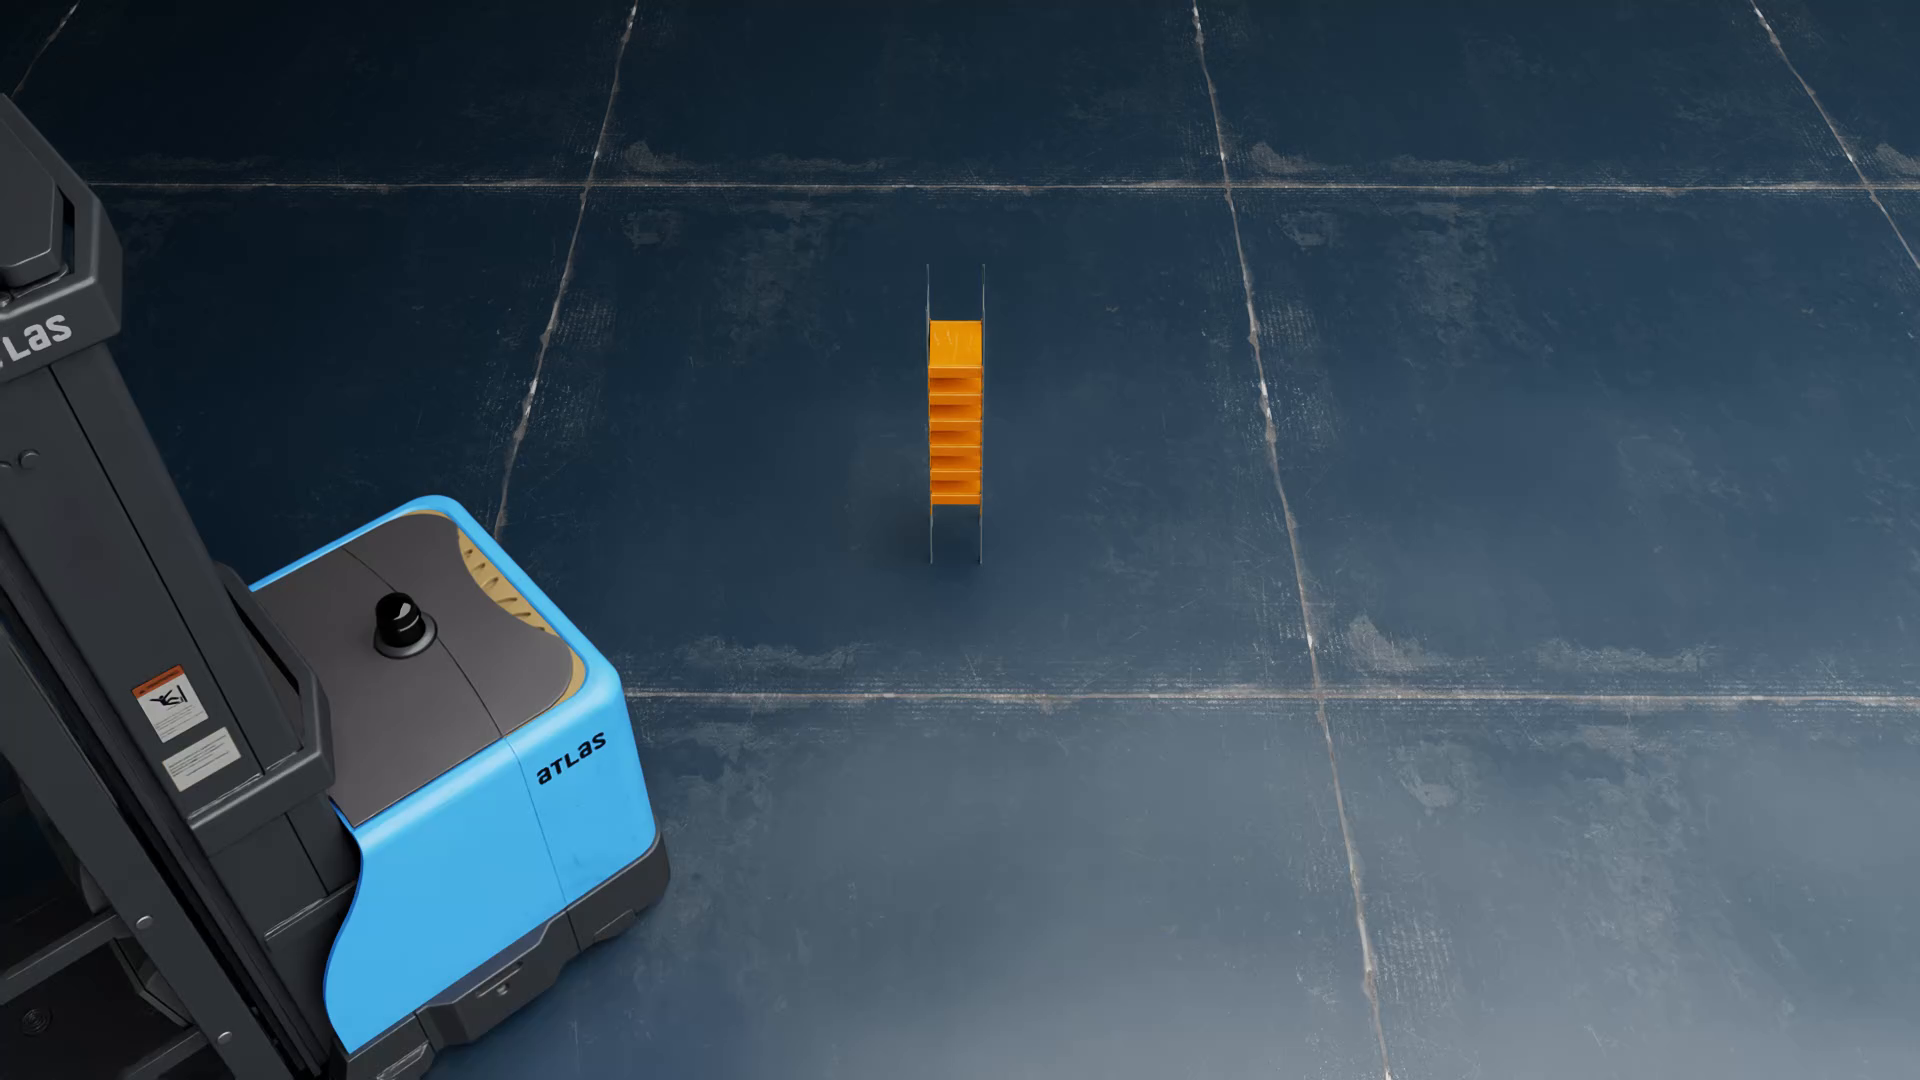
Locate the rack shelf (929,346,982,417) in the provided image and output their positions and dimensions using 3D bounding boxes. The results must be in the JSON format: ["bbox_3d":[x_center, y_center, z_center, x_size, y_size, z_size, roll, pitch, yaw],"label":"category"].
[{"bbox_3d":[-0.014,-0.542,5.668,0.180,0.103,0.258,0,47,0],"label":"rack shelf"}]

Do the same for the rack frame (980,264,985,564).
[{"bbox_3d":[0.077,-0.409,5.811,0.006,1.200,0.240,0,47,0],"label":"rack frame"}]

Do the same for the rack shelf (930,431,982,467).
[{"bbox_3d":[-0.014,-0.379,5.843,0.180,0.103,0.258,0,47,0],"label":"rack shelf"}]

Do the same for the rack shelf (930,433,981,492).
[{"bbox_3d":[-0.014,-0.297,5.931,0.180,0.103,0.258,0,47,0],"label":"rack shelf"}]

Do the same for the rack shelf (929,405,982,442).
[{"bbox_3d":[-0.014,-0.460,5.756,0.180,0.103,0.258,0,47,0],"label":"rack shelf"}]

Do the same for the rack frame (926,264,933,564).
[{"bbox_3d":[-0.106,-0.409,5.811,0.006,1.200,0.240,0,47,0],"label":"rack frame"}]

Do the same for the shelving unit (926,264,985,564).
[{"bbox_3d":[-0.014,-0.409,5.811,0.189,1.200,0.258,0,47,0],"label":"shelving unit"}]

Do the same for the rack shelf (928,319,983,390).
[{"bbox_3d":[-0.014,-0.624,5.580,0.180,0.103,0.258,0,47,0],"label":"rack shelf"}]

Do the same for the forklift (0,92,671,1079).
[{"bbox_3d":[-2.340,0.551,3.735,3.031,2.935,1.130,-33,55,-27],"label":"forklift"}]

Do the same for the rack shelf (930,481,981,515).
[{"bbox_3d":[-0.014,-0.215,6.019,0.180,0.103,0.258,0,47,0],"label":"rack shelf"}]
